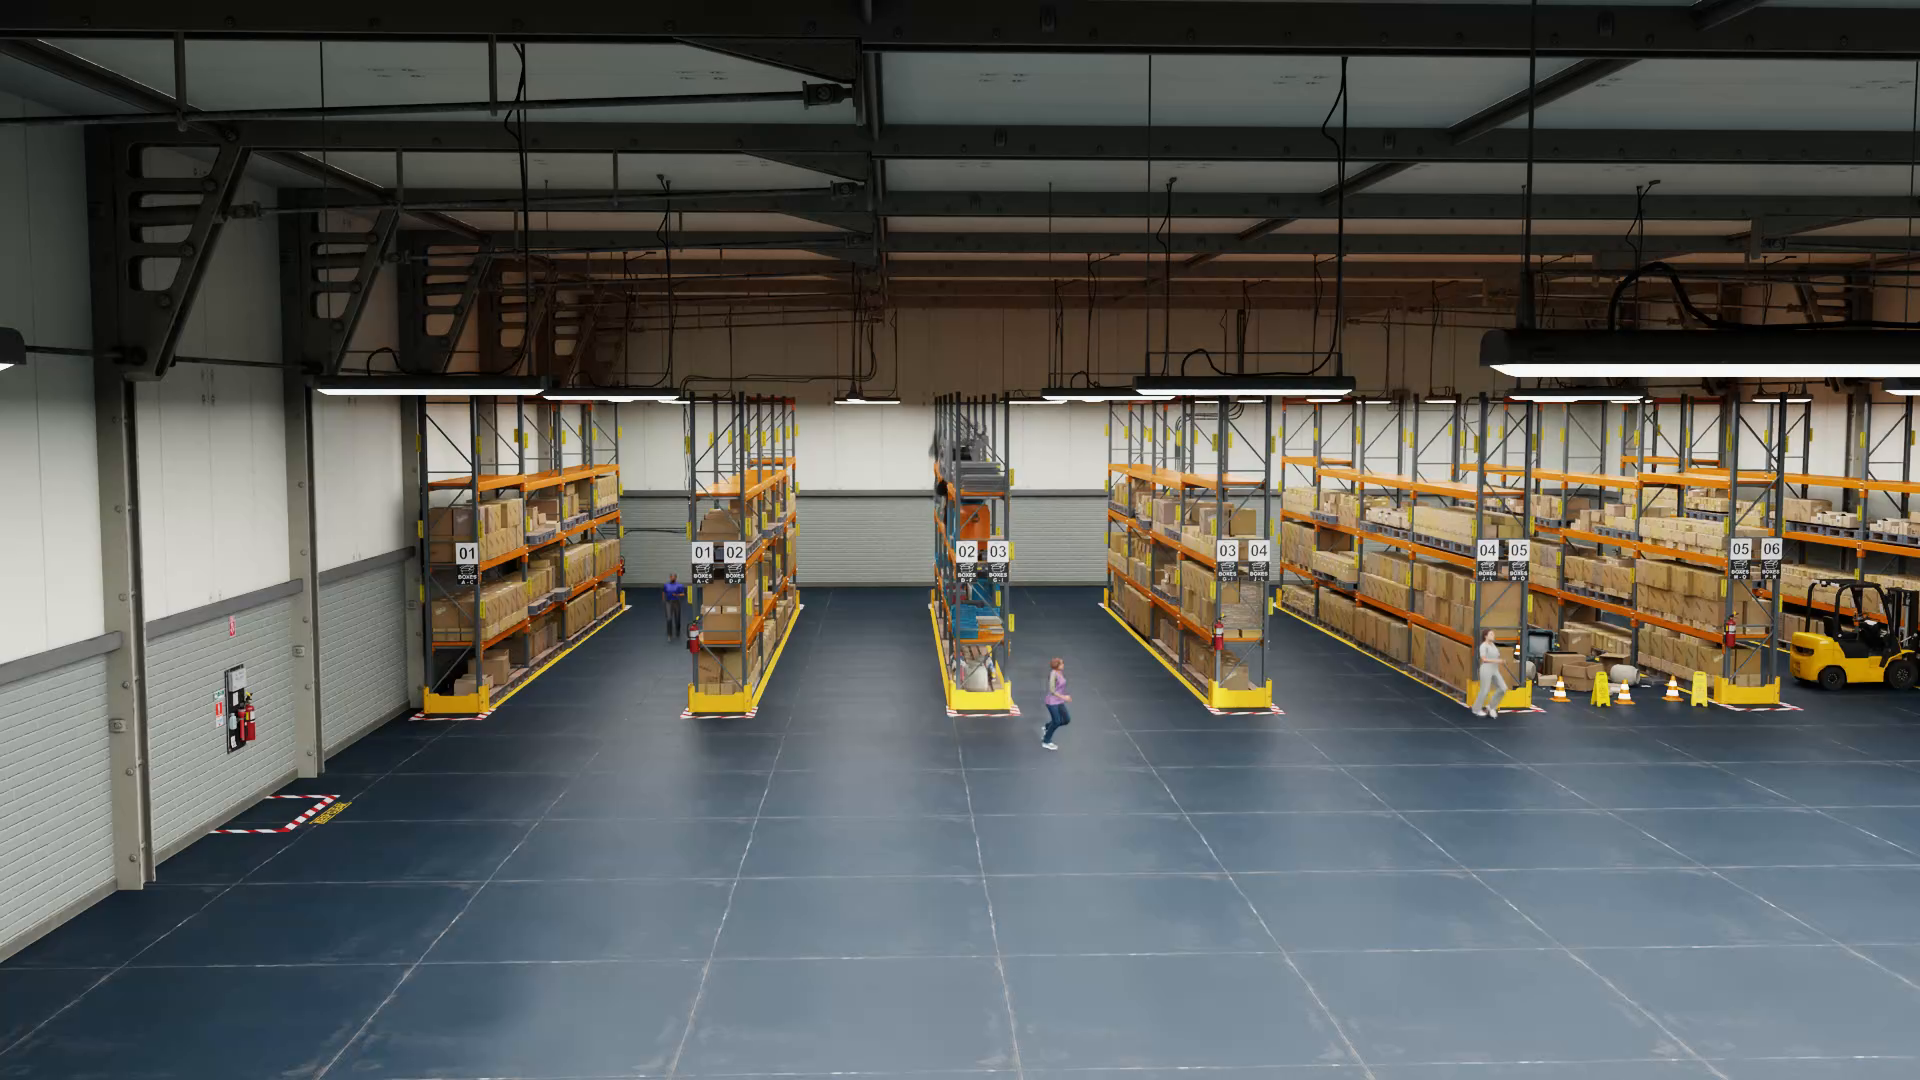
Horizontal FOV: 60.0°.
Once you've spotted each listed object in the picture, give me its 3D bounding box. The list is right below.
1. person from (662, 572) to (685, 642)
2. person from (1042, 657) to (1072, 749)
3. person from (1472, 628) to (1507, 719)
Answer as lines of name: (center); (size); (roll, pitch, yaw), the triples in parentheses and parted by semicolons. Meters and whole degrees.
person: (-7.016, 1.619, 40.664); (0.570, 1.658, 0.910); (0, 5, -5)
person: (1.631, 2.733, 27.807); (0.572, 1.538, 0.523); (2, 5, 22)
person: (9.720, 2.446, 30.491); (0.535, 1.668, 0.682); (-3, 6, -34)
